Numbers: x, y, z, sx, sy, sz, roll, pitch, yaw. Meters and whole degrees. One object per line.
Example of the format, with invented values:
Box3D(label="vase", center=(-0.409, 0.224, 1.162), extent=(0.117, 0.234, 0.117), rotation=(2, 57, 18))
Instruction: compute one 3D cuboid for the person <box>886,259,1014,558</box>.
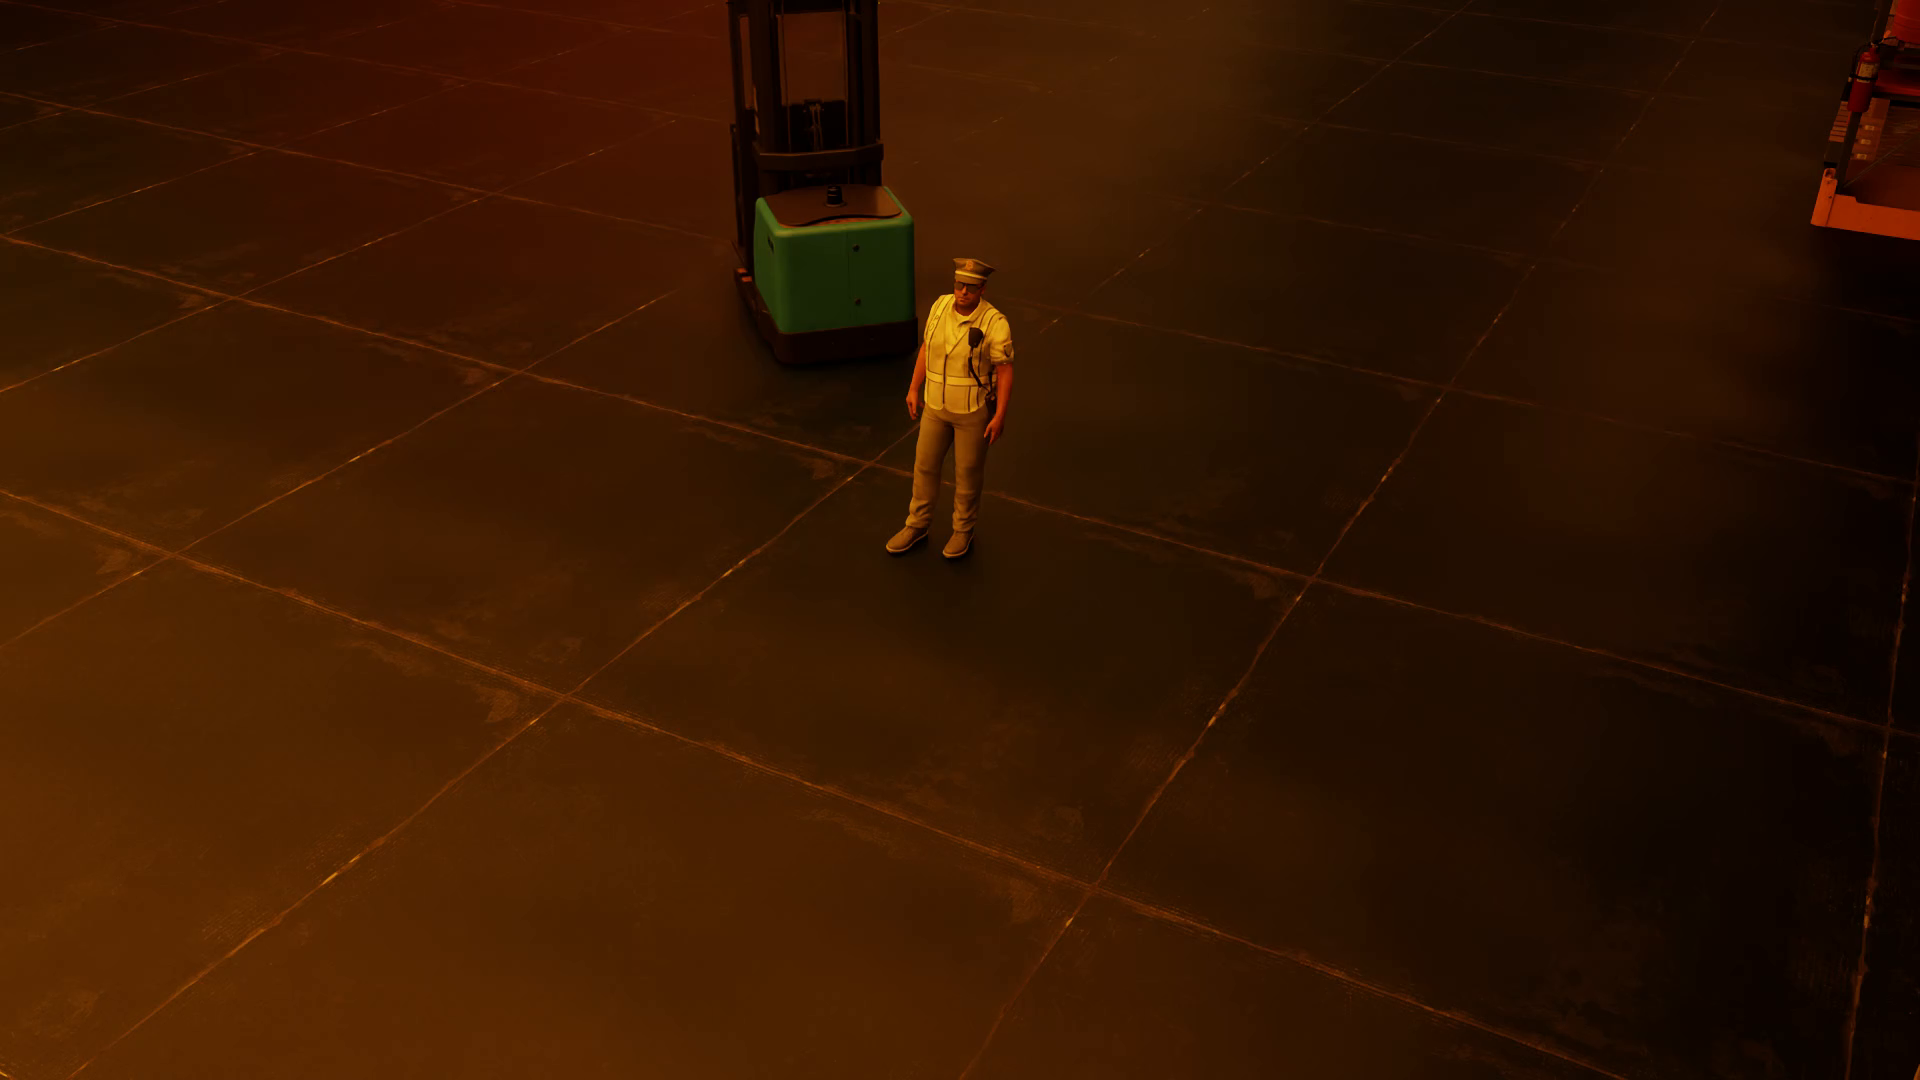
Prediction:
Box3D(label="person", center=(-0.048, -0.746, 9.499), extent=(0.641, 1.779, 0.574), rotation=(15, 33, 25))

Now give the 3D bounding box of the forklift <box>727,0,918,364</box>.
Box3D(label="forklift", center=(-1.213, -3.269, 12.735), extent=(1.130, 2.935, 3.031), rotation=(-8, 31, -14))
